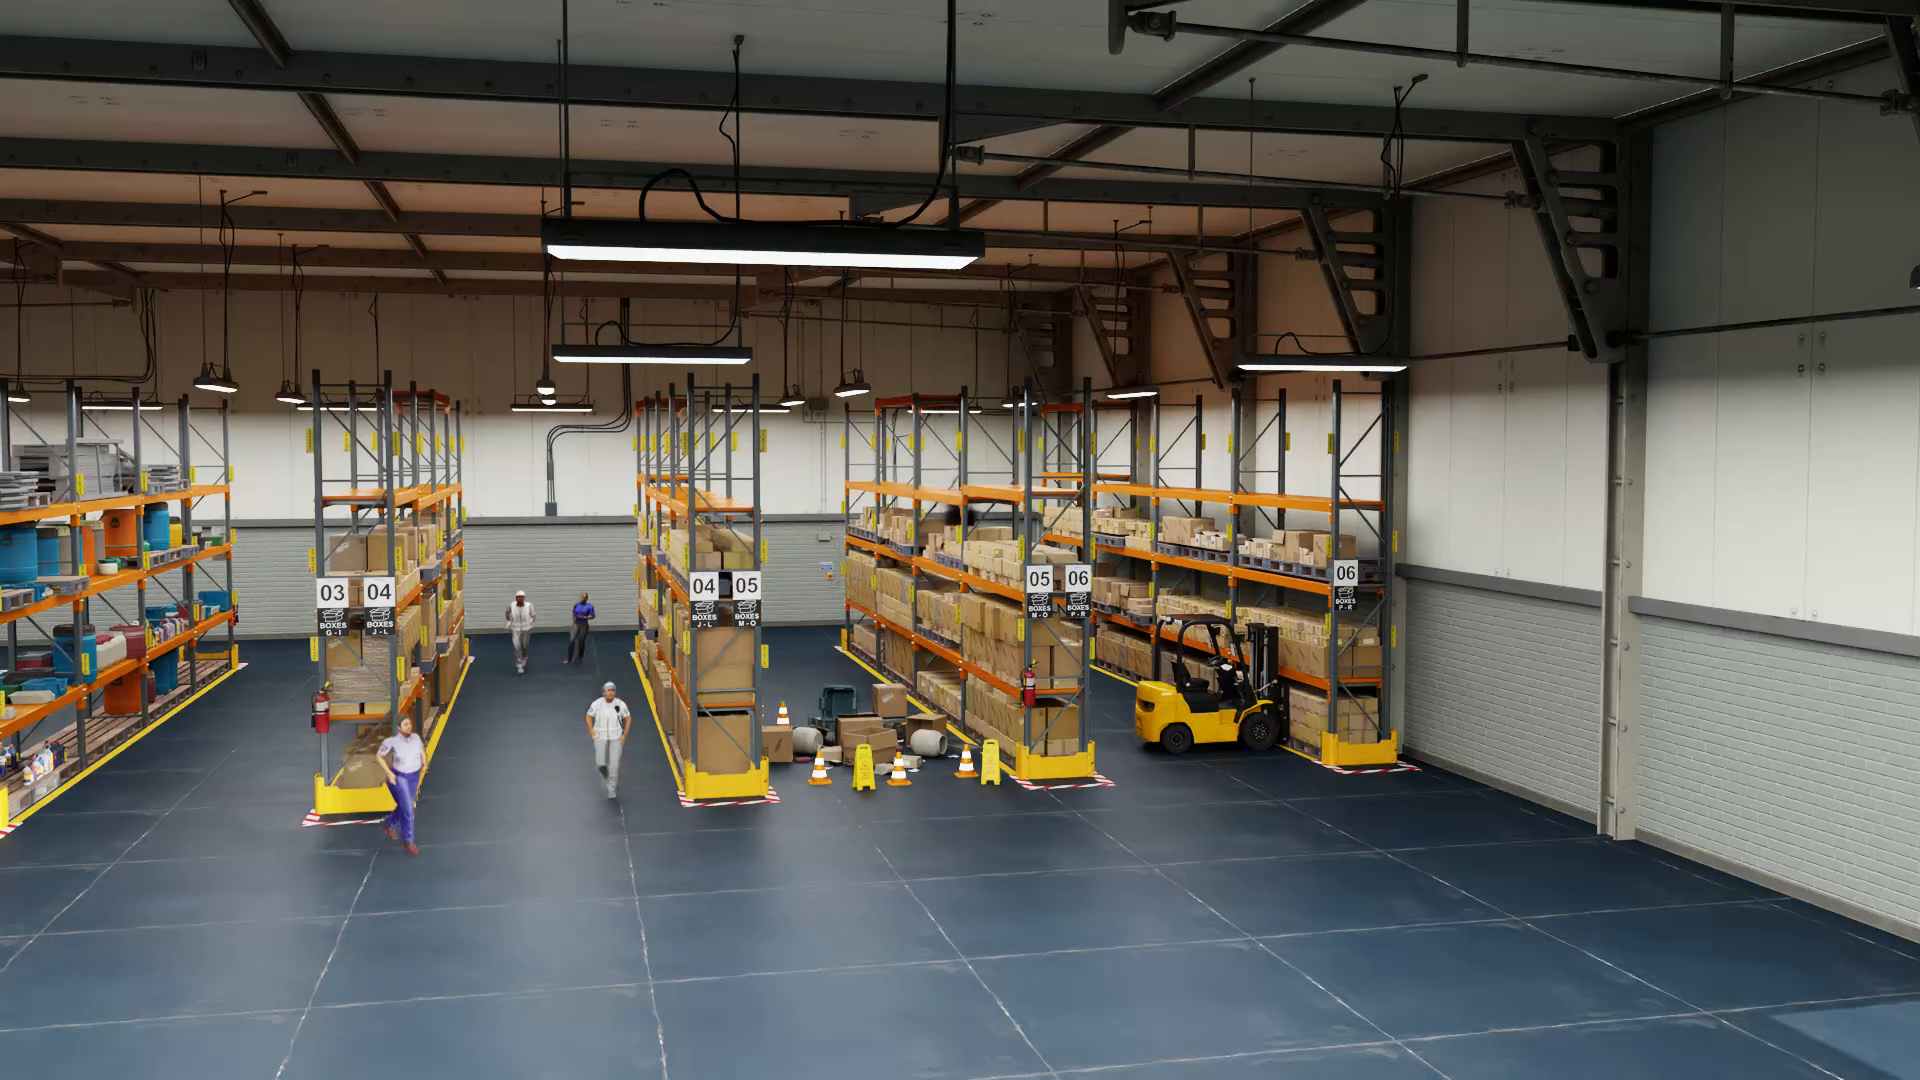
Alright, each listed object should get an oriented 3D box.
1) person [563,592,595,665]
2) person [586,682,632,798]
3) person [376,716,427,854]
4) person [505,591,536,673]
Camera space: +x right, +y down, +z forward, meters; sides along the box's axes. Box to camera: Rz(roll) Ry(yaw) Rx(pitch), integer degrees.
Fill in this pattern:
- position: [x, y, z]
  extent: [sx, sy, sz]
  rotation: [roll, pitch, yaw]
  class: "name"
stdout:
- position: [-8.639, 1.998, 37.922]
  extent: [0.676, 1.631, 0.815]
  rotation: [0, 3, 3]
  class: "person"
- position: [-4.992, 2.836, 23.632]
  extent: [0.636, 1.634, 0.509]
  rotation: [0, 3, -8]
  class: "person"
- position: [-6.911, 2.996, 20.559]
  extent: [0.806, 1.676, 0.563]
  rotation: [2, 4, 33]
  class: "person"
- position: [-9.684, 1.994, 36.684]
  extent: [0.643, 1.788, 0.994]
  rotation: [-1, 3, -19]
  class: "person"
